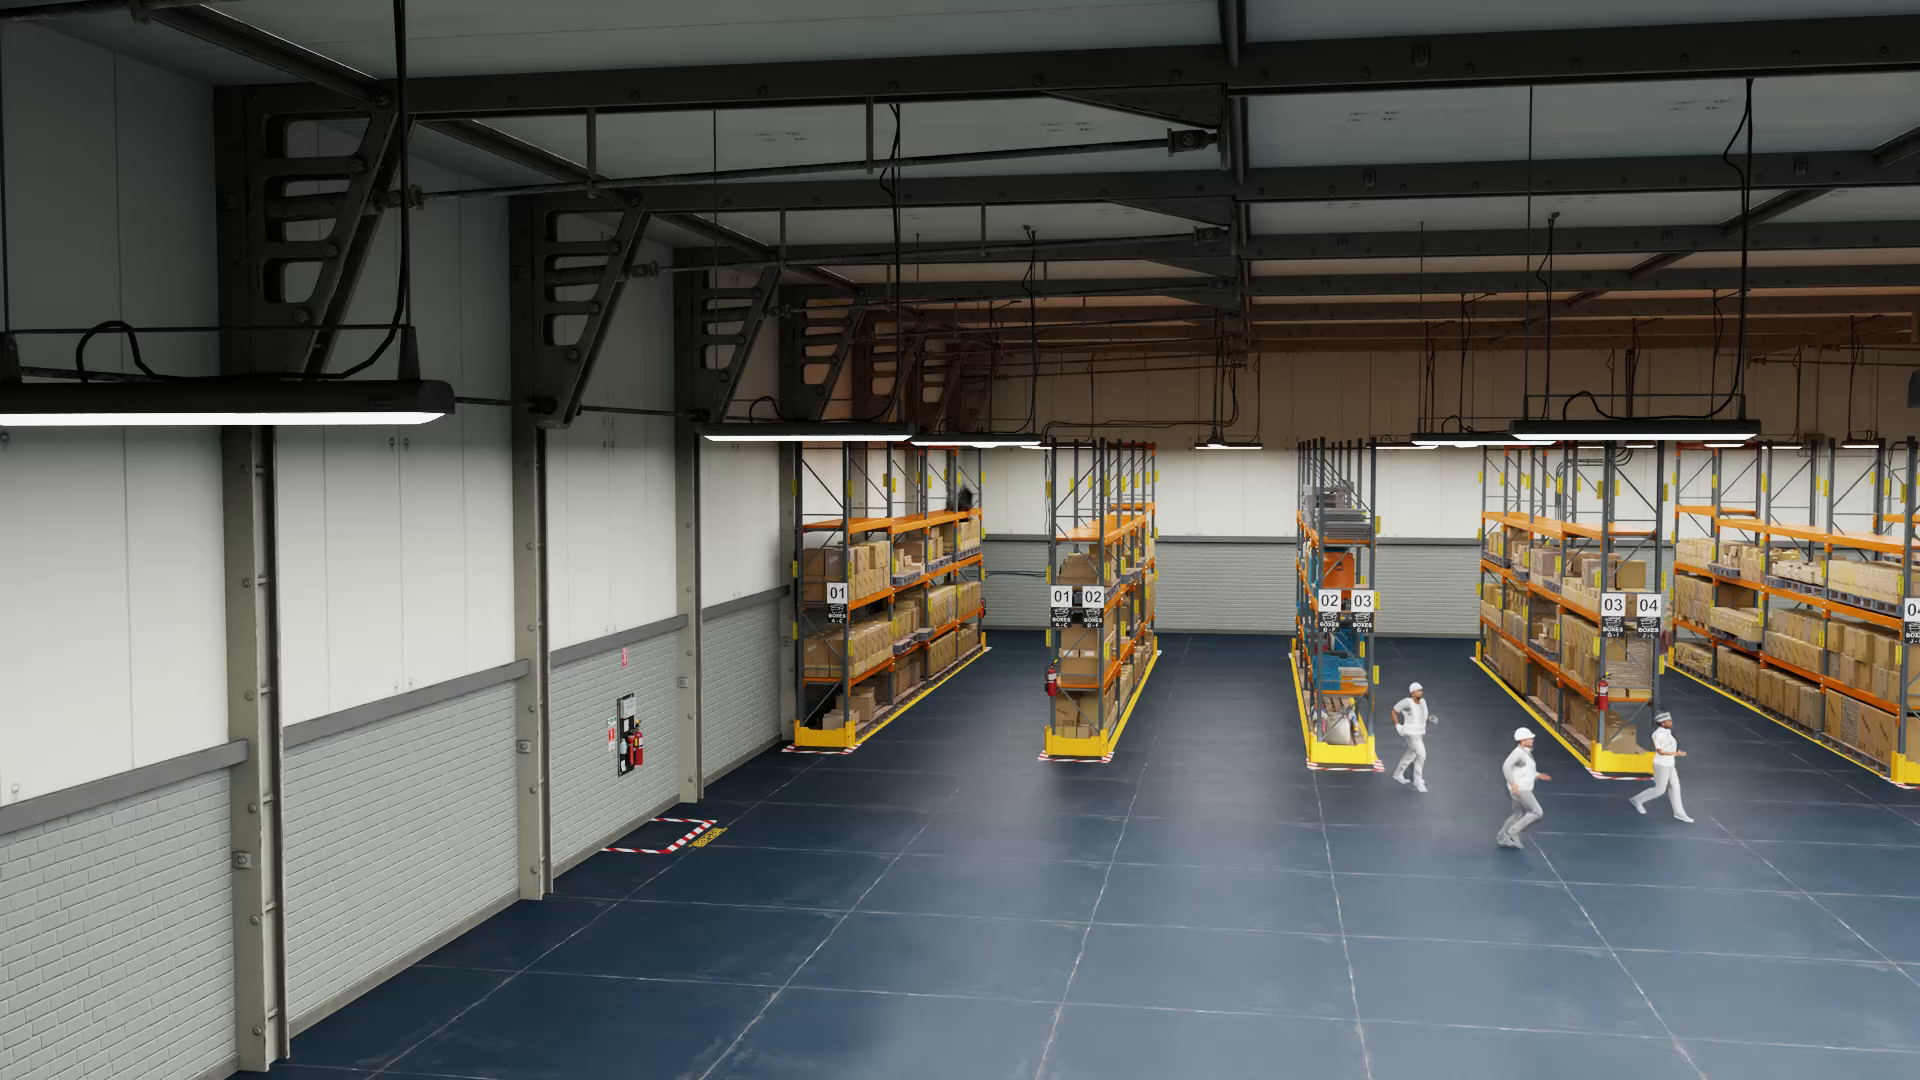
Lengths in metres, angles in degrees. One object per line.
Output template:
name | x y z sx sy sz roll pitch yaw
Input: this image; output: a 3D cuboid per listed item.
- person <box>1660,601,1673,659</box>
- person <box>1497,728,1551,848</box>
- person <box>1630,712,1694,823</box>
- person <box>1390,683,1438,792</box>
person | 19.484 2.486 45.720 0.604 1.646 0.570 0 3 7
person | 8.116 3.570 23.926 0.733 1.728 0.630 1 3 24
person | 10.888 3.494 25.753 0.923 1.699 0.579 2 4 35
person | 7.729 3.341 28.317 0.796 1.843 0.661 3 4 44
